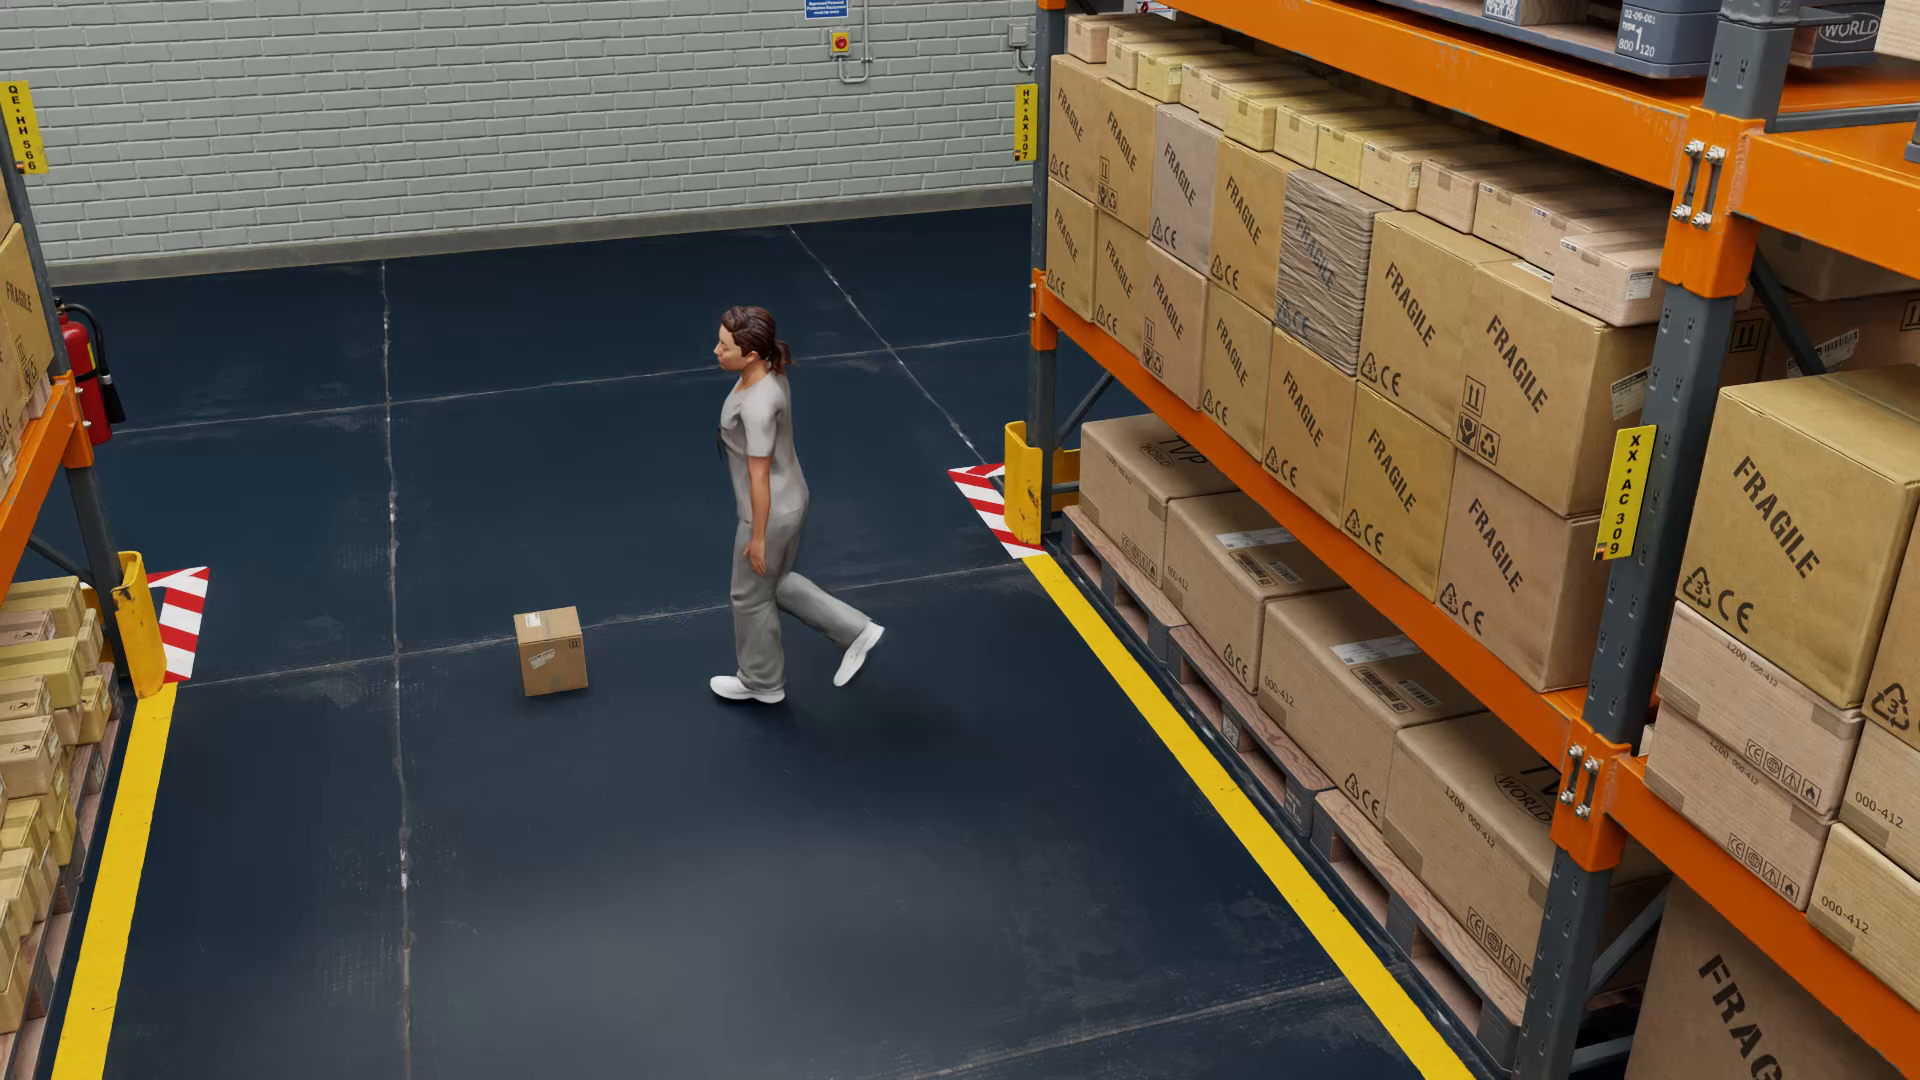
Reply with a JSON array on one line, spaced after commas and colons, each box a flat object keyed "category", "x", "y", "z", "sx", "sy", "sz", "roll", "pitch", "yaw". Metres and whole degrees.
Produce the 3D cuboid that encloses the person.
[{"category": "person", "x": -0.650, "y": -0.111, "z": 6.332, "sx": 0.715, "sy": 1.652, "sz": 0.527, "roll": 3, "pitch": 27, "yaw": 5}]
